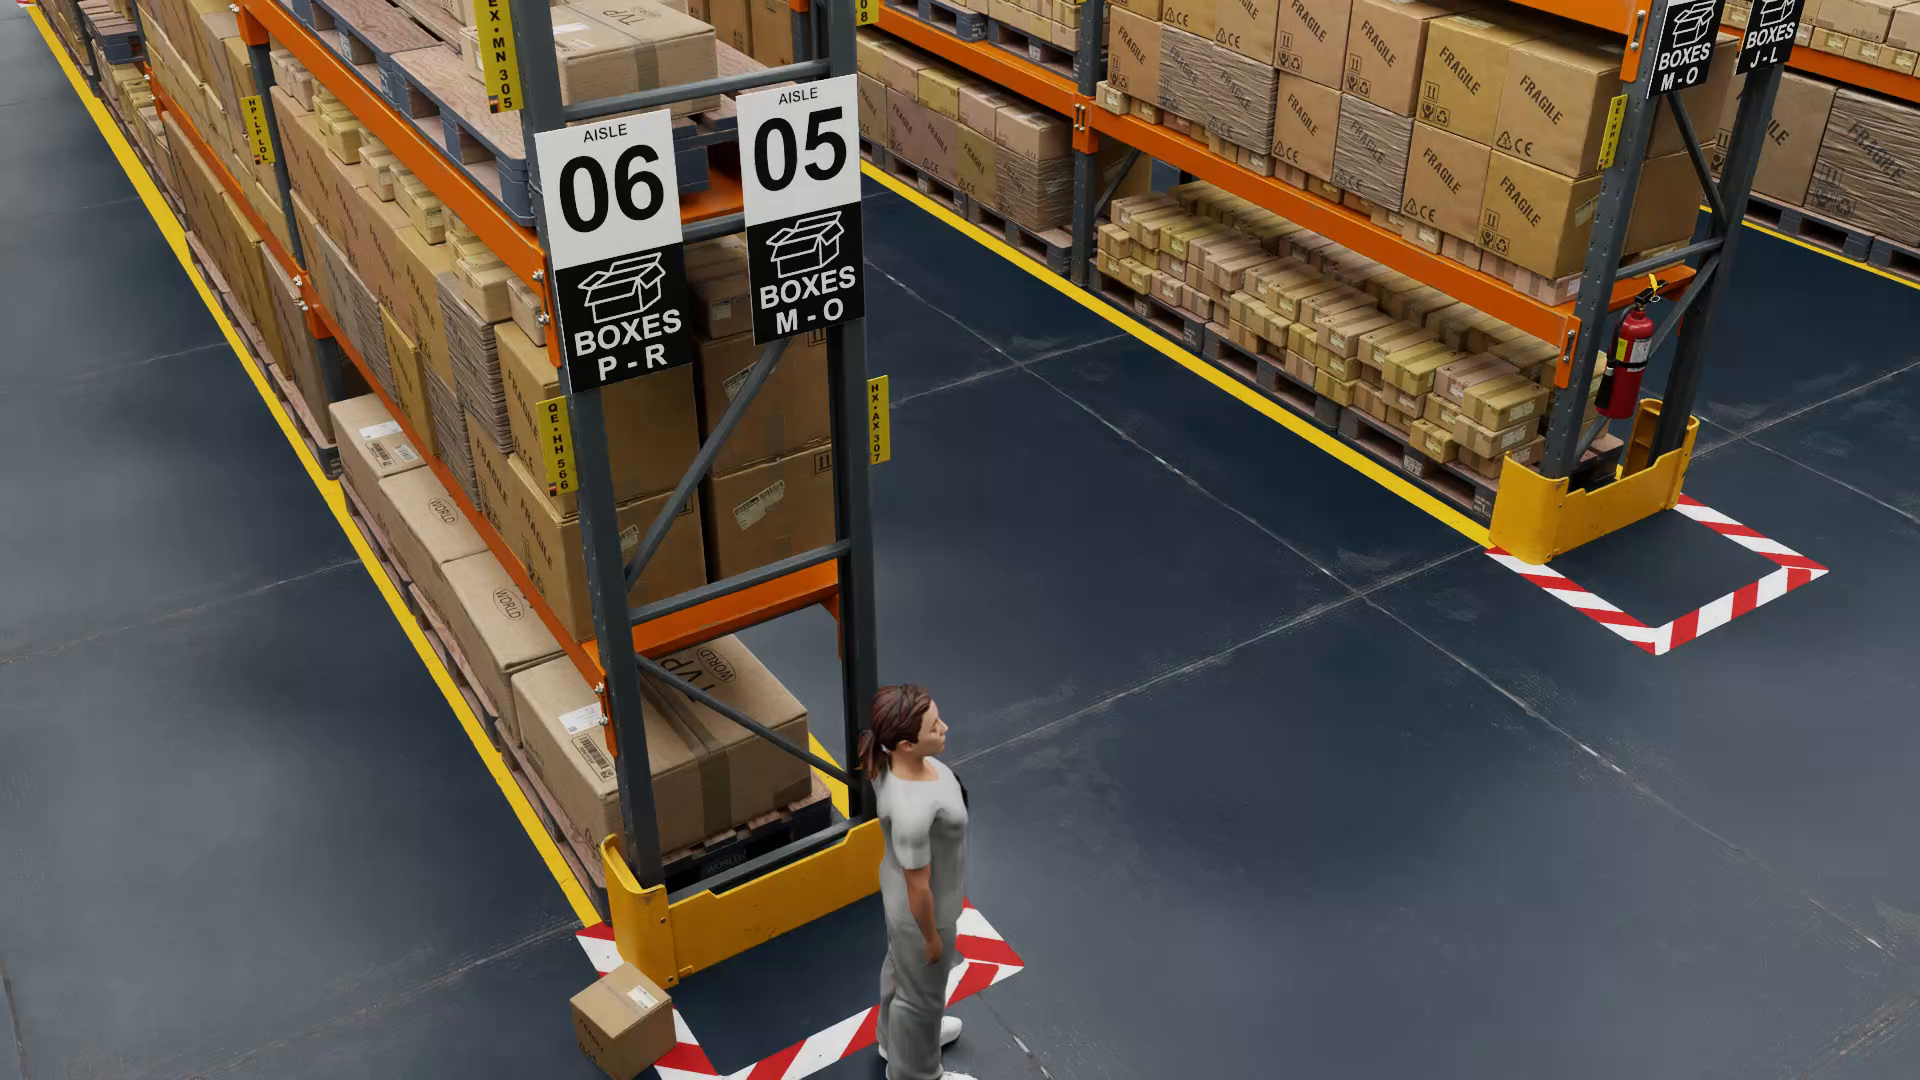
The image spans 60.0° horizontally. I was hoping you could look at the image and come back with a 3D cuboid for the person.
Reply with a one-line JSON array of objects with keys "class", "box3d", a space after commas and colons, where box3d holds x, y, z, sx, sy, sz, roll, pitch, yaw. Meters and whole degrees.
[{"class": "person", "box3d": [-0.137, 1.144, 5.317, 0.362, 1.670, 0.440, -6, 33, -9]}]
